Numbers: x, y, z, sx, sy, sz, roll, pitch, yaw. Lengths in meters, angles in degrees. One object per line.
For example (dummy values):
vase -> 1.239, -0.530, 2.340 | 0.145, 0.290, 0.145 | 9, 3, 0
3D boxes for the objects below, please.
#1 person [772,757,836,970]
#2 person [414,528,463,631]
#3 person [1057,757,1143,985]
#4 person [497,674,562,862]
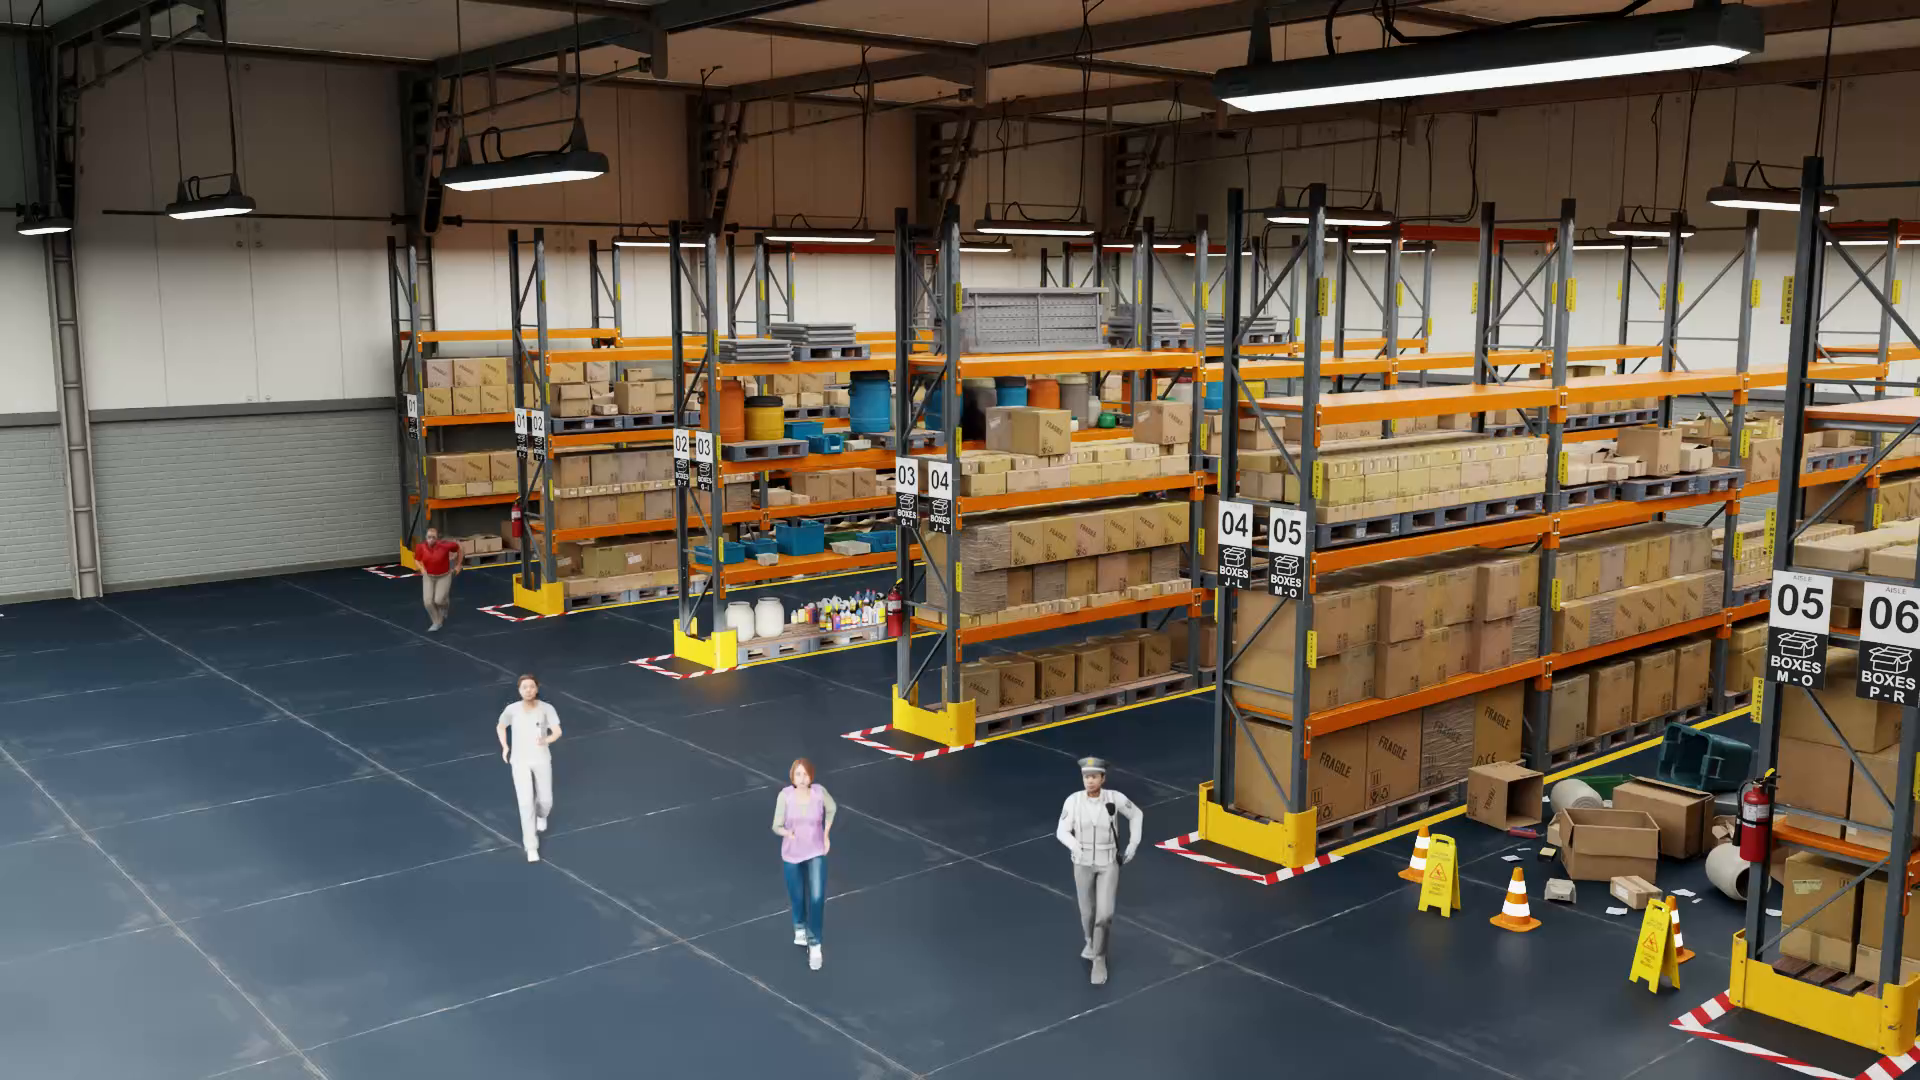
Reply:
person -> -1.188, 2.446, 12.714 | 0.482, 1.623, 0.734 | 0, 9, -3
person -> -7.769, 0.588, 24.797 | 0.681, 1.602, 0.837 | -1, 9, -4
person -> 1.034, 2.453, 12.487 | 0.618, 1.711, 0.705 | 2, 9, 13
person -> -3.922, 2.028, 15.188 | 0.576, 1.643, 0.896 | -2, 9, -15
